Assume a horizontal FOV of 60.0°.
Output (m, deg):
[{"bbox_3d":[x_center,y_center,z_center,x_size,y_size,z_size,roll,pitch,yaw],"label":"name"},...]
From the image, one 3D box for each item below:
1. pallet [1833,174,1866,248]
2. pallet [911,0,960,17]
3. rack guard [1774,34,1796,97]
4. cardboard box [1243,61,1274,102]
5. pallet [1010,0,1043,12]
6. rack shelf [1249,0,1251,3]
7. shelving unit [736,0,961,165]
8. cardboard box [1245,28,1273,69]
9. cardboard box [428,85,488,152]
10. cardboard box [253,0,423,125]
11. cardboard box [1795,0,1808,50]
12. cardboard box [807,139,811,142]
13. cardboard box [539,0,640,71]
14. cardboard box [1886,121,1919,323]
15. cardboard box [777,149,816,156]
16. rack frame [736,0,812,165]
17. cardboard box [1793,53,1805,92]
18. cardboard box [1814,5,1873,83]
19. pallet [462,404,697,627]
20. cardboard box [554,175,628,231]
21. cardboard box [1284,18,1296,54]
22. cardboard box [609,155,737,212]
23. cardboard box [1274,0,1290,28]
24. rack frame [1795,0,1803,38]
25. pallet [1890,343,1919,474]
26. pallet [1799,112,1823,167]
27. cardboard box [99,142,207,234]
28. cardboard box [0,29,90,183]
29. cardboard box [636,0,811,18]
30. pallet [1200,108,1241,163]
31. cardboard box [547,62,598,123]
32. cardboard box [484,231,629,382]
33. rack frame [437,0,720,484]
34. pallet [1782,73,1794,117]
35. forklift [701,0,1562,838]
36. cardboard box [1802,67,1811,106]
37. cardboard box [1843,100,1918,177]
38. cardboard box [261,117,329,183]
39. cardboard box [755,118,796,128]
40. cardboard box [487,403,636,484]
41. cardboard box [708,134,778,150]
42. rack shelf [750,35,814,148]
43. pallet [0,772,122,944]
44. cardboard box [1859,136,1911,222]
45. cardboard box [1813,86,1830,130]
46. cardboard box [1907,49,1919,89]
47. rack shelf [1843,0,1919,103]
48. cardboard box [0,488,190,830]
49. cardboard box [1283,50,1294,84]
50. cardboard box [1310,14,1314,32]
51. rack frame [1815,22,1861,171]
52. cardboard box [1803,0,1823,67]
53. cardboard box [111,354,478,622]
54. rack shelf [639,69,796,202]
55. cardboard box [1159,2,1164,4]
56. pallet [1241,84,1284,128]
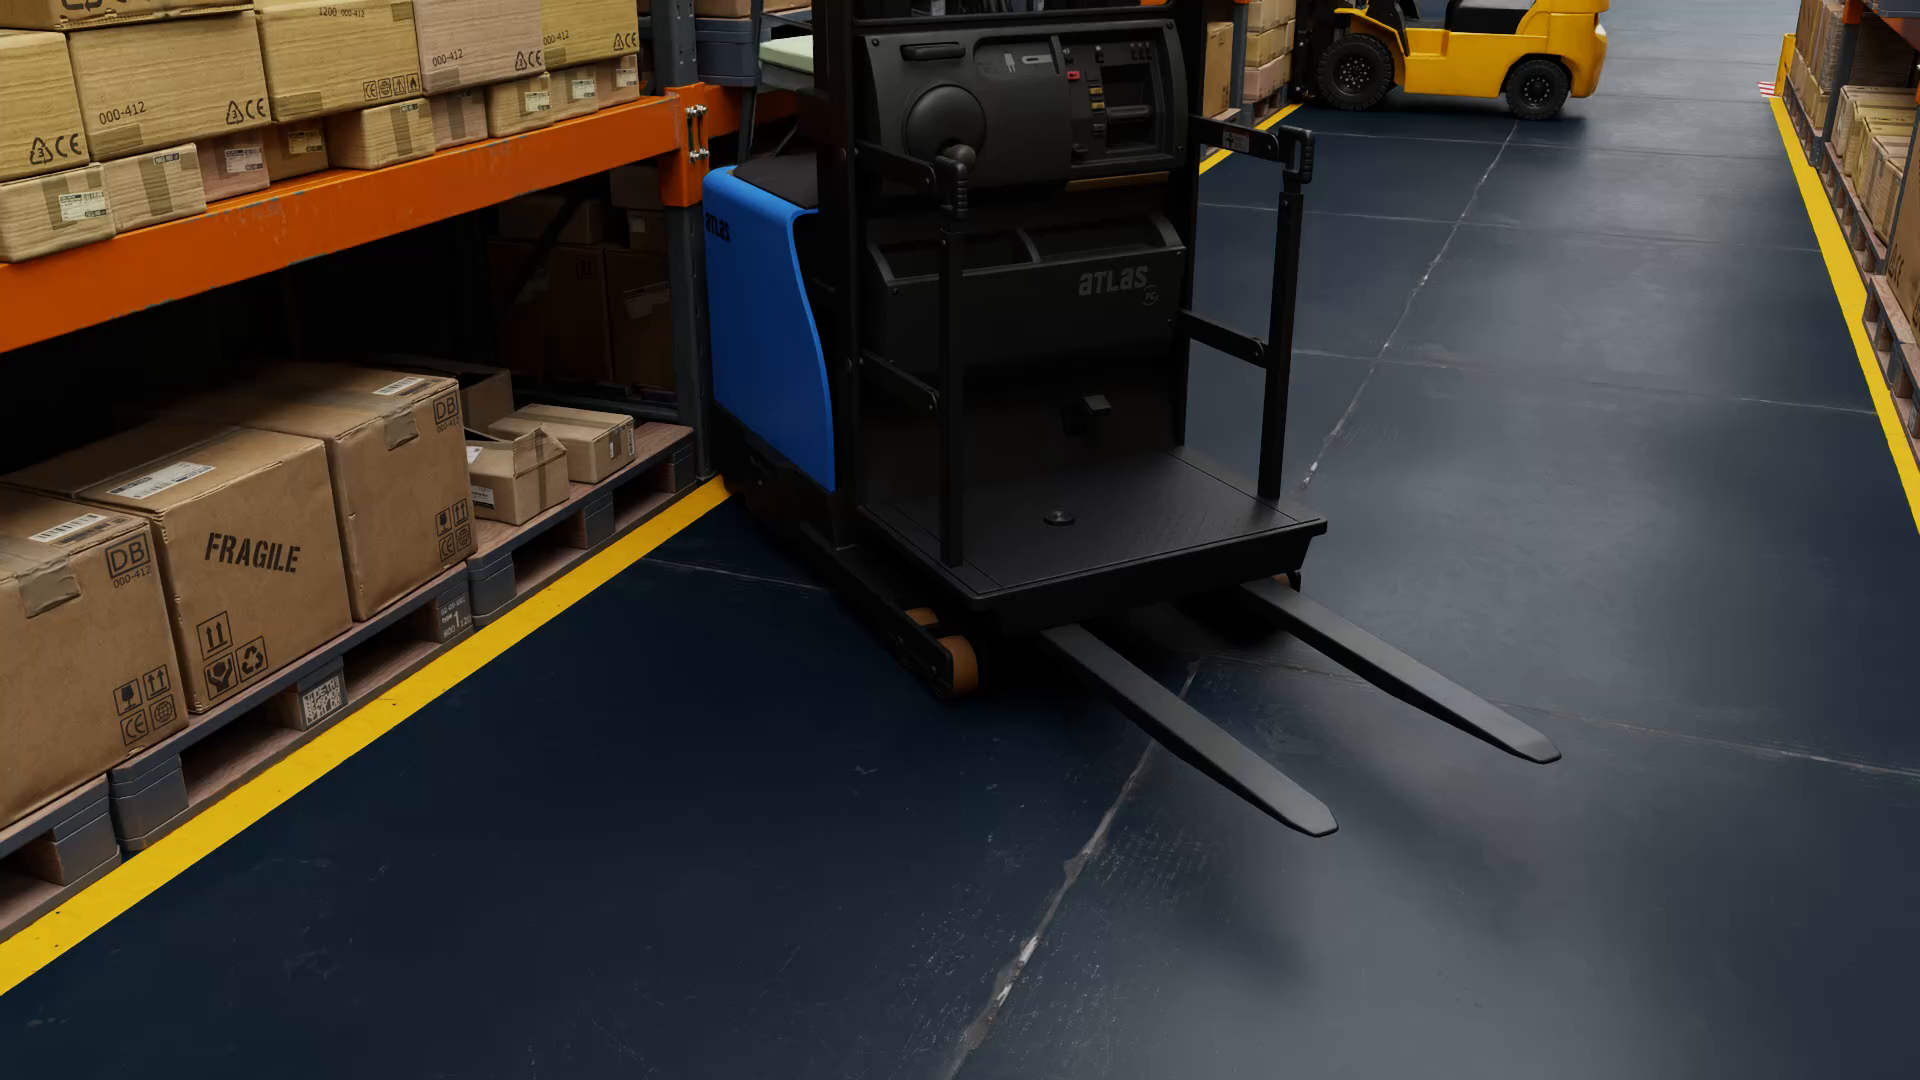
[{"bbox_3d":[5.523,-1.820,9.333,1.003,0.211,1.213,9,24,20],"label":"pallet"},{"bbox_3d":[-0.552,-2.316,7.152,1.003,0.211,1.213,9,24,20],"label":"pallet"},{"bbox_3d":[7.720,-4.074,14.355,1.175,0.500,0.348,9,24,20],"label":"rack guard"},{"bbox_3d":[2.139,-3.583,12.960,0.500,0.250,0.500,9,24,21],"label":"cardboard box"},{"bbox_3d":[-0.020,-2.760,8.215,1.213,0.211,1.003,9,24,20],"label":"pallet"},{"bbox_3d":[2.395,-4.916,14.062,1.077,0.370,4.000,9,24,20],"label":"rack shelf"},{"bbox_3d":[-0.420,-1.174,5.857,0.431,1.500,0.755,20,27,22],"label":"shelving unit"},{"bbox_3d":[2.118,-3.817,12.871,0.500,0.250,0.500,9,24,20],"label":"cardboard box"},{"bbox_3d":[-1.477,-1.121,4.368,0.380,0.149,0.250,9,24,21],"label":"cardboard box"},{"bbox_3d":[-1.652,-1.163,3.951,0.500,0.250,0.500,9,24,20],"label":"cardboard box"},{"bbox_3d":[7.183,-4.268,13.626,0.500,0.500,0.500,8,24,18],"label":"cardboard box"},{"bbox_3d":[-0.439,-1.677,7.229,0.380,0.149,0.250,9,24,20],"label":"cardboard box"},{"bbox_3d":[-1.282,-1.521,4.808,0.500,0.250,0.500,9,24,21],"label":"cardboard box"},{"bbox_3d":[4.442,-1.370,6.850,0.875,0.875,0.875,9,24,20],"label":"cardboard box"},{"bbox_3d":[-0.607,-1.488,6.776,0.380,0.149,0.250,9,24,20],"label":"cardboard box"},{"bbox_3d":[-0.591,-1.058,5.556,0.400,1.500,0.023,20,27,22],"label":"rack frame"},{"bbox_3d":[6.995,-3.749,13.356,0.500,0.250,0.500,10,25,22],"label":"cardboard box"},{"bbox_3d":[6.420,-3.527,11.851,0.500,0.500,0.500,9,24,21],"label":"cardboard box"},{"bbox_3d":[-1.576,-0.137,5.305,1.003,0.211,1.213,9,24,20],"label":"pallet"},{"bbox_3d":[-1.358,-1.277,6.273,0.380,0.149,0.250,9,24,20],"label":"cardboard box"},{"bbox_3d":[2.501,-4.176,13.730,0.500,0.250,0.500,9,24,20],"label":"cardboard box"},{"bbox_3d":[-0.996,-1.246,5.811,0.380,0.149,0.250,8,24,19],"label":"cardboard box"},{"bbox_3d":[2.322,-4.229,13.207,0.500,0.250,0.500,9,24,20],"label":"cardboard box"},{"bbox_3d":[7.748,-5.255,13.938,1.000,3.000,0.127,9,24,20],"label":"rack frame"},{"bbox_3d":[3.959,-0.399,5.931,1.003,0.211,1.213,9,24,20],"label":"pallet"},{"bbox_3d":[6.479,-2.782,11.636,1.003,0.211,1.213,9,24,20],"label":"pallet"},{"bbox_3d":[-1.825,-0.752,3.484,0.380,0.149,0.250,9,24,21],"label":"cardboard box"},{"bbox_3d":[-2.014,-0.793,3.064,0.500,0.250,0.500,8,24,19],"label":"cardboard box"},{"bbox_3d":[-0.932,-2.051,5.593,0.700,0.500,0.500,9,24,21],"label":"cardboard box"},{"bbox_3d":[1.415,-2.977,12.102,1.003,0.211,1.213,9,24,20],"label":"pallet"},{"bbox_3d":[-1.280,-1.307,4.814,0.380,0.149,0.250,9,24,21],"label":"cardboard box"},{"bbox_3d":[-1.412,-0.928,6.279,0.500,0.500,0.500,9,24,20],"label":"cardboard box"},{"bbox_3d":[-1.320,-1.670,5.356,1.000,3.000,0.127,9,24,20],"label":"rack frame"},{"bbox_3d":[7.385,-3.655,13.727,1.003,0.211,1.213,9,24,20],"label":"pallet"},{"bbox_3d":[0.291,-1.140,4.175,1.130,2.935,3.031,-11,25,-26],"label":"forklift"},{"bbox_3d":[6.614,-3.372,12.453,0.500,0.250,0.500,9,24,21],"label":"cardboard box"},{"bbox_3d":[5.806,-2.359,9.870,0.950,0.372,0.625,10,25,23],"label":"cardboard box"},{"bbox_3d":[-1.745,-0.949,3.956,0.380,0.149,0.250,9,24,21],"label":"cardboard box"},{"bbox_3d":[-0.748,-1.828,7.592,0.380,0.149,0.250,9,24,20],"label":"cardboard box"},{"bbox_3d":[-1.254,-0.307,5.246,0.380,0.149,0.250,8,24,18],"label":"cardboard box"},{"bbox_3d":[-1.009,-1.652,7.169,0.380,0.149,0.250,9,24,21],"label":"cardboard box"},{"bbox_3d":[-0.361,-1.522,5.691,0.431,0.370,0.720,20,27,22],"label":"rack shelf"},{"bbox_3d":[-2.482,0.736,3.215,1.003,0.211,1.213,9,24,20],"label":"pallet"},{"bbox_3d":[5.262,-1.839,8.626,0.950,0.372,0.625,8,24,19],"label":"cardboard box"},{"bbox_3d":[6.232,-2.998,11.559,0.500,0.250,0.500,10,25,22],"label":"cardboard box"},{"bbox_3d":[6.732,-3.267,11.229,0.500,0.500,0.500,10,25,23],"label":"cardboard box"},{"bbox_3d":[5.519,-2.776,8.937,1.077,0.370,4.000,9,24,20],"label":"rack shelf"},{"bbox_3d":[-2.137,0.216,3.540,0.700,0.500,0.500,10,25,22],"label":"cardboard box"},{"bbox_3d":[2.490,-3.953,13.845,0.500,0.250,0.500,9,24,21],"label":"cardboard box"},{"bbox_3d":[2.879,-4.535,14.589,0.500,0.250,0.500,8,24,19],"label":"cardboard box"},{"bbox_3d":[6.262,-3.823,10.511,1.000,3.000,0.127,9,24,20],"label":"rack frame"},{"bbox_3d":[6.799,-3.902,12.750,0.500,0.500,0.500,9,24,21],"label":"cardboard box"},{"bbox_3d":[-1.751,-0.156,4.430,0.700,0.500,0.500,8,24,18],"label":"cardboard box"},{"bbox_3d":[-0.577,-2.054,7.208,1.077,0.370,4.000,9,24,20],"label":"rack shelf"},{"bbox_3d":[1.655,-4.123,12.954,0.500,0.250,0.500,9,24,21],"label":"cardboard box"},{"bbox_3d":[1.986,-3.525,13.414,1.003,0.211,1.213,9,24,20],"label":"pallet"}]
